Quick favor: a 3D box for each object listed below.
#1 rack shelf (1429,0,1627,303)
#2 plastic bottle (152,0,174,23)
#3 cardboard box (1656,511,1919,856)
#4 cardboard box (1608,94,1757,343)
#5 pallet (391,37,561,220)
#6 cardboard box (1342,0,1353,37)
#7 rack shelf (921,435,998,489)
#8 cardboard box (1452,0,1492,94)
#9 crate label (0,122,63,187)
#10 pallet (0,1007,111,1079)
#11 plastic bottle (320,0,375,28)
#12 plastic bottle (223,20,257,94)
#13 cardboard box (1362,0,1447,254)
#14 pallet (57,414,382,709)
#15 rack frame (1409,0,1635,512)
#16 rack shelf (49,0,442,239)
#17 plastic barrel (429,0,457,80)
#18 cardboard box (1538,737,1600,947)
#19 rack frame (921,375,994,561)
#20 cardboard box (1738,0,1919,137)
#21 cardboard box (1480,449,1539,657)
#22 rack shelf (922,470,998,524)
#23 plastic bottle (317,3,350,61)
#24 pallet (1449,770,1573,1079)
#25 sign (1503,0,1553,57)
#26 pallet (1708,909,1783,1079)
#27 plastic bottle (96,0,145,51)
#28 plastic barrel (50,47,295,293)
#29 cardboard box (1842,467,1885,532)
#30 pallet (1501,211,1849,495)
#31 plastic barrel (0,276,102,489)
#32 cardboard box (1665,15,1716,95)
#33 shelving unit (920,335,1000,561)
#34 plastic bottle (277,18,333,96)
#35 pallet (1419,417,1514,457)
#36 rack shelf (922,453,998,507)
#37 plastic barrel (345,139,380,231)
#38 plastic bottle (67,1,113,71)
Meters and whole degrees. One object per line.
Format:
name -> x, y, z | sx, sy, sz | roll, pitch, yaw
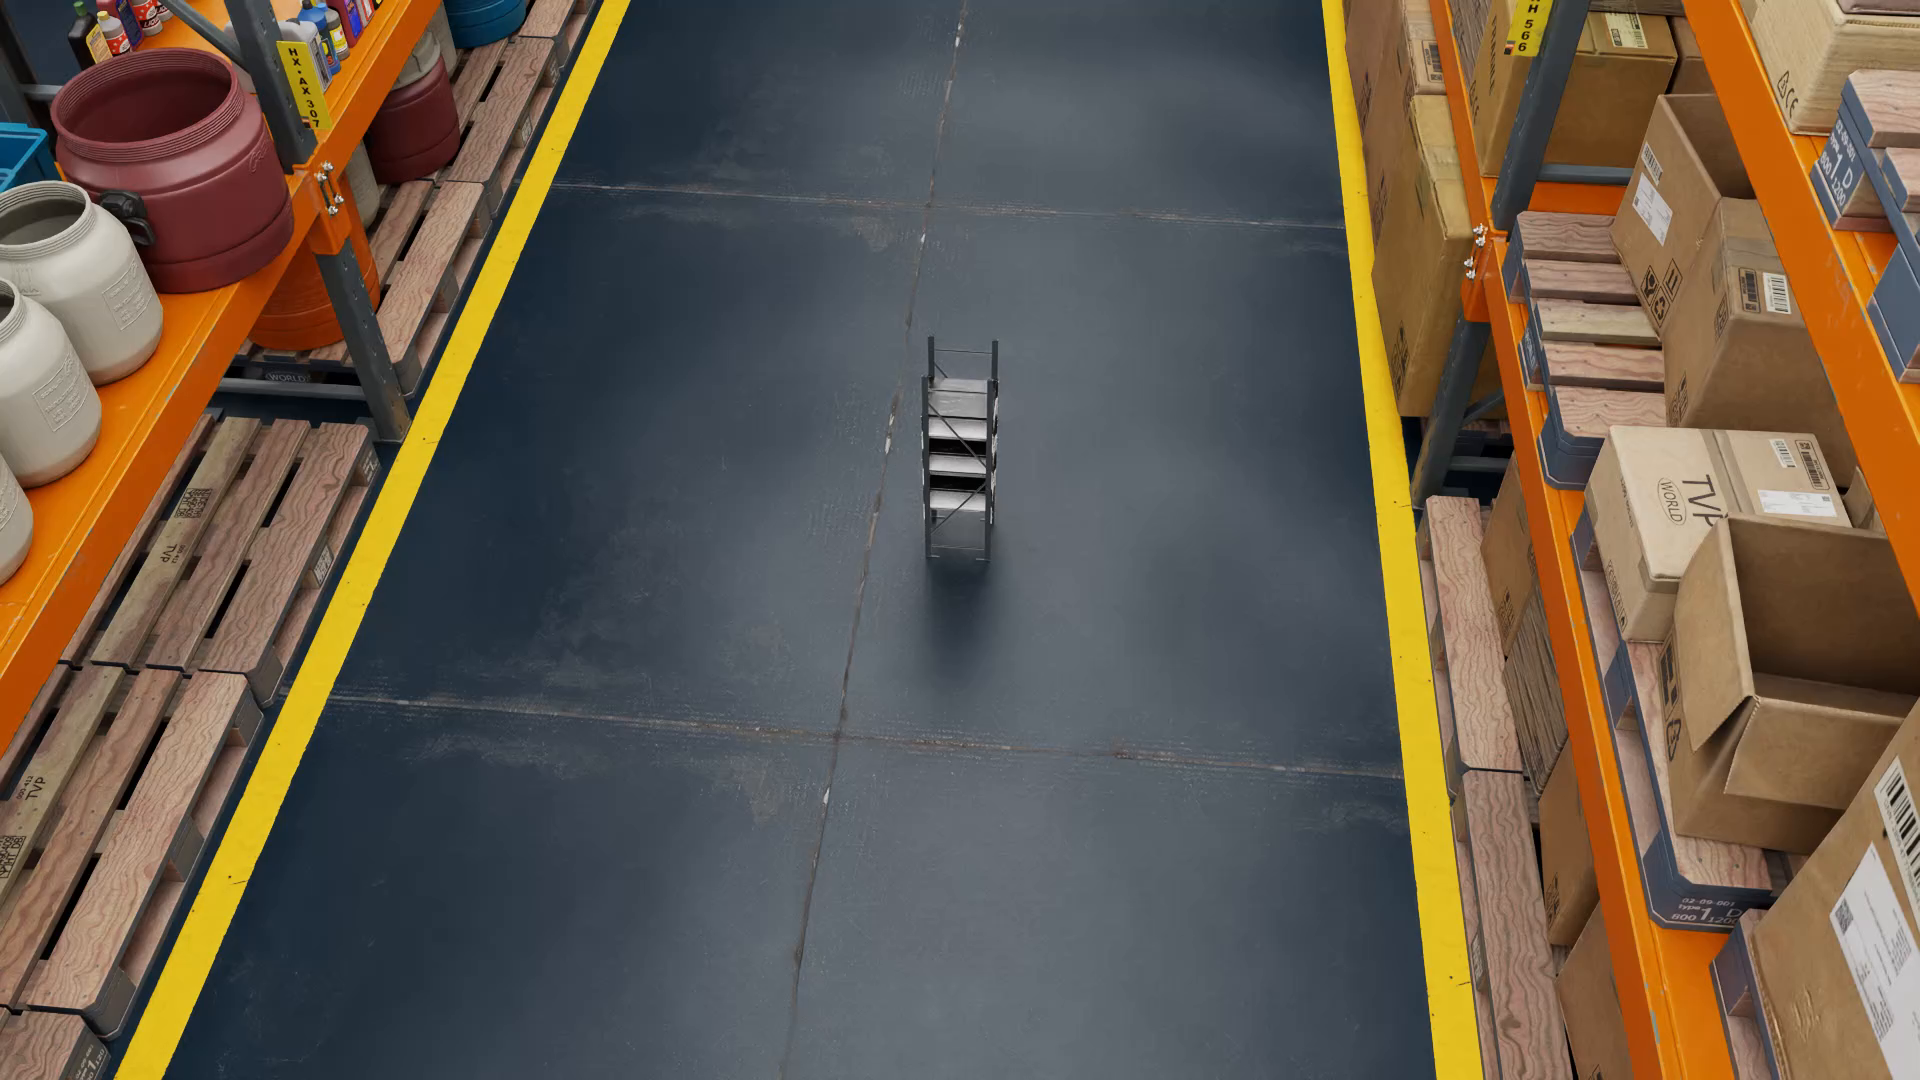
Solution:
rack shelf -> 2.413, -2.362, 6.865 | 1.077, 0.370, 4.000 | 4, 48, 4
plastic bottle -> -3.031, -2.052, 6.229 | 0.097, 0.201, 0.097 | 0, 48, 0
cardboard box -> 1.932, 0.347, 3.545 | 0.797, 0.503, 0.637 | 8, 48, 8
cardboard box -> 2.221, -0.912, 4.699 | 0.500, 0.500, 0.500 | -1, 48, -1
pallet -> -2.558, -2.004, 7.940 | 1.003, 0.211, 1.213 | 4, 48, 4
cardboard box -> 2.557, -3.028, 8.142 | 1.225, 0.875, 0.875 | 4, 48, 4
rack shelf -> 0.001, -0.287, 5.948 | 0.258, 0.077, 0.200 | 4, 48, 4
cardboard box -> 2.080, -1.915, 5.901 | 0.500, 0.500, 0.500 | 3, 48, 3
crate label -> -3.114, -1.128, 5.362 | 0.303, 0.233, 0.416 | 4, 48, 4
pallet -> -3.033, 1.832, 4.431 | 1.003, 0.211, 1.213 | 4, 48, 4
plastic bottle -> -2.298, -2.063, 6.188 | 0.152, 0.276, 0.135 | 4, 48, 4
plastic bottle -> -2.492, -1.733, 5.887 | 0.152, 0.276, 0.135 | 4, 48, 4
cardboard box -> 2.403, -1.720, 6.946 | 1.225, 0.875, 0.875 | 4, 48, 4
pallet -> -2.811, 0.039, 6.071 | 1.003, 0.211, 1.213 | 4, 48, 4
rack frame -> 2.231, -1.136, 5.256 | 1.000, 3.000, 0.127 | 4, 48, 4
rack shelf -> -2.520, -2.695, 7.170 | 1.077, 0.370, 4.000 | 4, 48, 4
plastic barrel -> -2.609, -2.382, 7.797 | 0.421, 0.512, 0.421 | 0, 48, 0
cardboard box -> 2.107, 0.879, 4.809 | 0.700, 0.500, 0.500 | 7, 48, 7
rack frame -> -0.009, -0.235, 5.855 | 0.240, 0.900, 0.006 | 4, 48, 4
cardboard box -> 1.850, -1.013, 3.213 | 0.500, 0.250, 0.500 | 5, 48, 4
cardboard box -> 2.189, 0.053, 5.564 | 0.700, 0.500, 0.500 | 2, 48, 1
rack shelf -> 0.001, -0.166, 6.081 | 0.258, 0.077, 0.200 | 4, 48, 4
plastic bottle -> -2.294, -1.853, 6.046 | 0.097, 0.201, 0.097 | 0, 48, 0
pallet -> 2.044, 1.274, 4.942 | 1.003, 0.211, 1.213 | 4, 48, 4
sign -> 1.677, -1.561, 4.860 | 0.100, 0.325, 0.005 | 4, 48, 4
pallet -> 2.080, 1.317, 3.143 | 1.003, 0.211, 1.213 | 4, 48, 4
plastic bottle -> -3.069, -1.925, 6.057 | 0.061, 0.283, 0.133 | 4, 48, 4
plastic barrel -> -2.442, -1.153, 5.180 | 0.600, 0.536, 0.708 | 4, 48, 4
cardboard box -> 2.347, 0.012, 4.013 | 0.396, 0.266, 0.258 | 3, 48, 2
pallet -> 2.272, -0.540, 4.841 | 1.213, 0.211, 1.003 | 4, 48, 4
plastic barrel -> -2.621, -0.427, 4.532 | 0.421, 0.512, 0.421 | 0, 48, 0
cardboard box -> 2.546, -1.508, 5.529 | 0.500, 0.500, 0.500 | 5, 48, 5
shelving unit -> 0.001, -0.310, 5.923 | 0.258, 0.900, 0.210 | 4, 48, 4
plastic bottle -> -2.341, -1.723, 5.877 | 0.152, 0.276, 0.135 | 4, 48, 4
pallet -> 2.377, -0.769, 6.810 | 1.003, 0.211, 1.213 | 4, 48, 4
rack shelf -> 0.001, -0.226, 6.014 | 0.258, 0.077, 0.200 | 4, 48, 4
plastic barrel -> -2.712, -1.552, 7.038 | 0.421, 0.512, 0.421 | 0, 48, 0
plastic bottle -> -3.090, -1.755, 5.902 | 0.061, 0.283, 0.133 | 4, 48, 4
